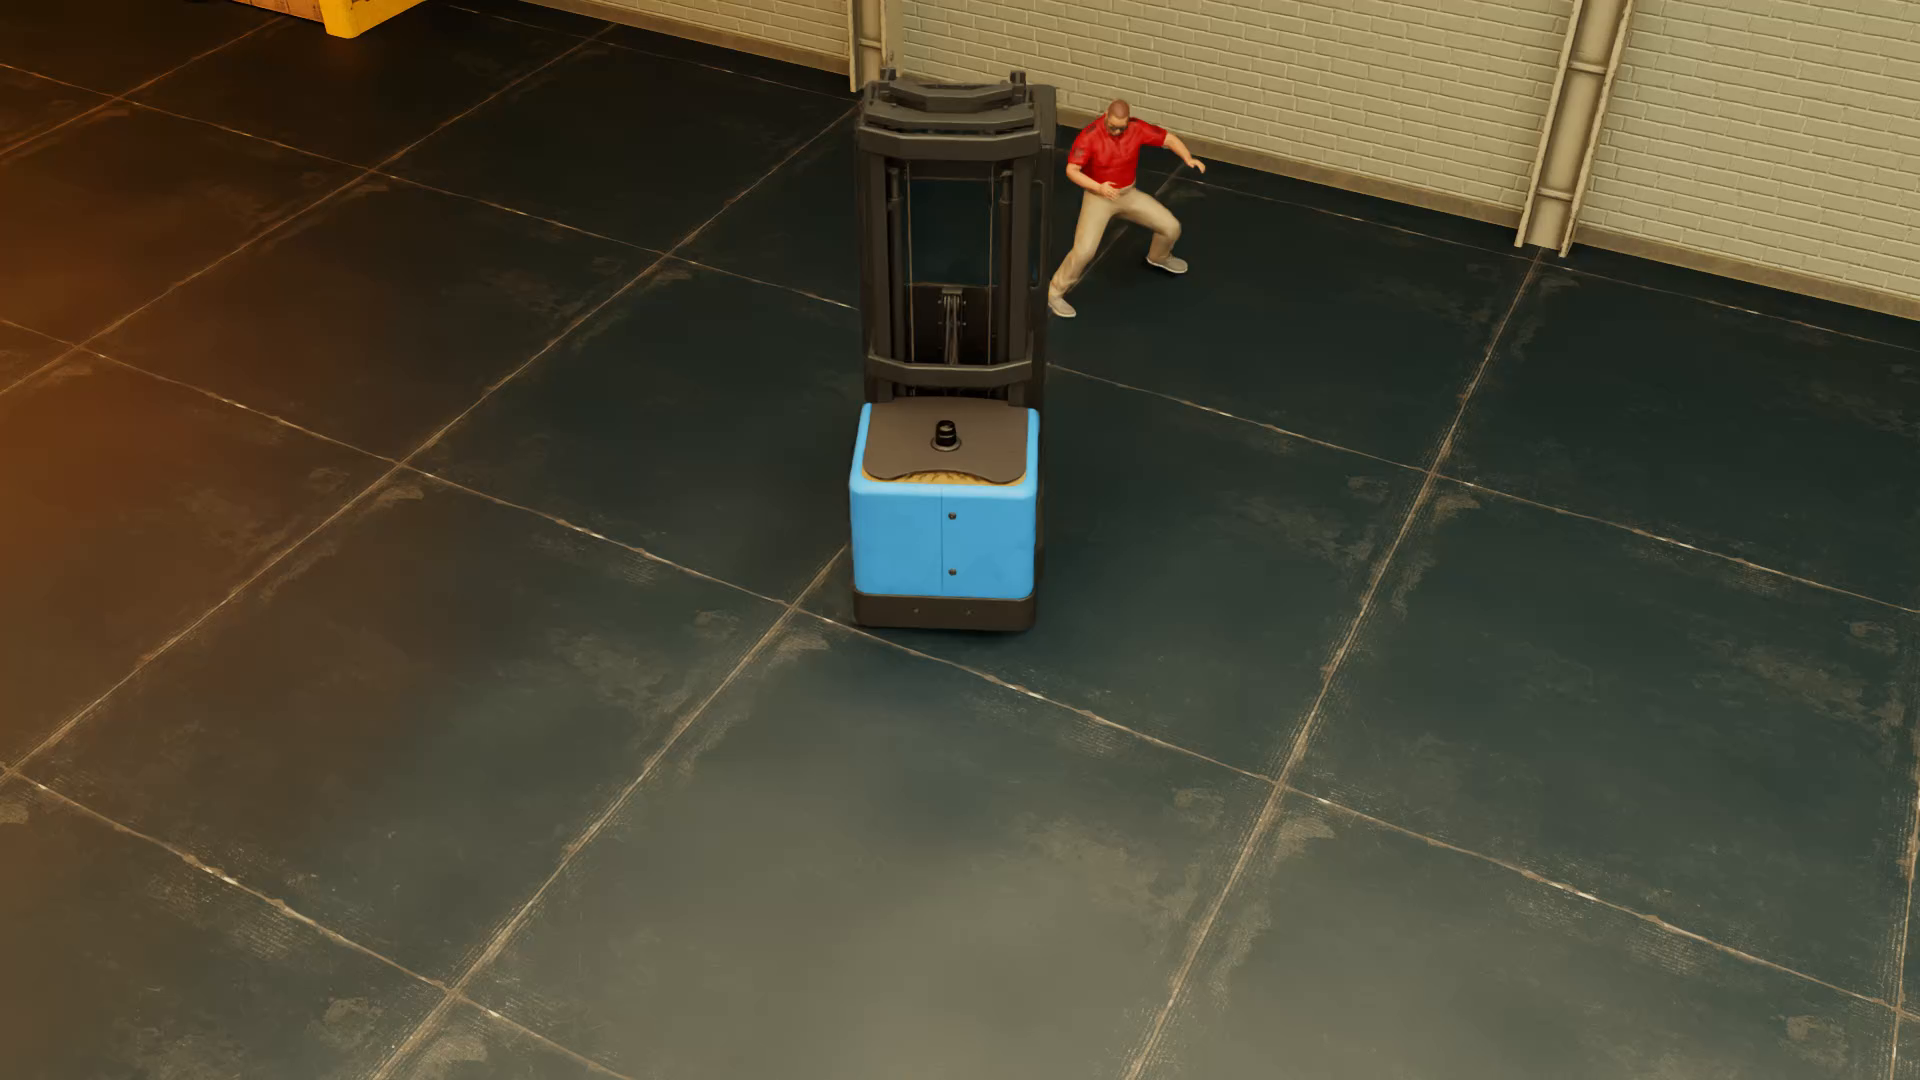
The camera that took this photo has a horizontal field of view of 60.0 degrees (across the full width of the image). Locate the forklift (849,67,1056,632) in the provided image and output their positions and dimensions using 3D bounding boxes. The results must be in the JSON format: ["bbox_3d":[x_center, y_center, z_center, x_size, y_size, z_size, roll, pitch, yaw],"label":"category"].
[{"bbox_3d":[-0.019,-1.530,9.803,1.130,2.935,3.031,2,40,2],"label":"forklift"}]

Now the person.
[{"bbox_3d":[1.189,-2.445,11.999,1.193,1.498,0.680,-9,41,-11],"label":"person"}]
